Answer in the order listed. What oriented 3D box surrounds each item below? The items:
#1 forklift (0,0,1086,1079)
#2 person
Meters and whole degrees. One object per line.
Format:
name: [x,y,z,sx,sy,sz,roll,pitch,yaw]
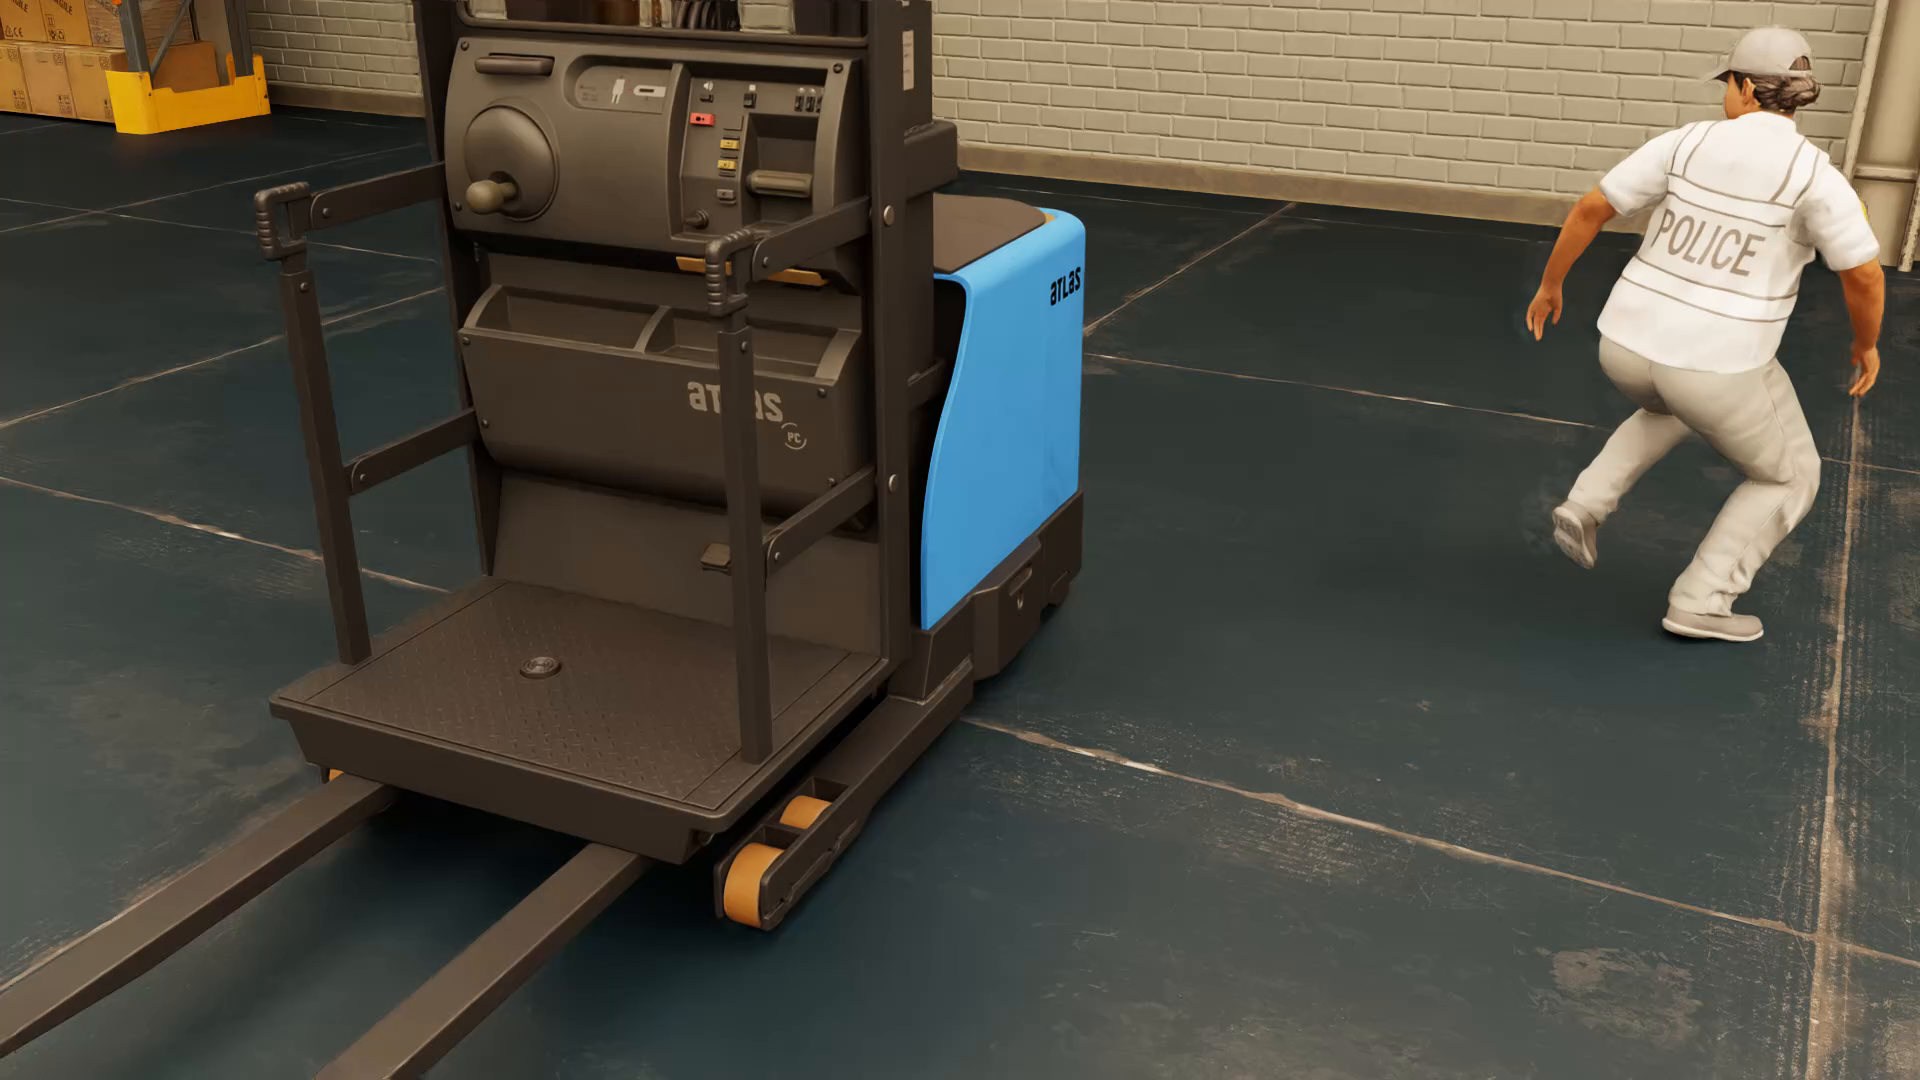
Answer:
forklift: [-0.727,-0.778,3.144,1.130,2.935,3.031,10,25,22]
person: [1.940,-0.521,4.319,0.556,1.569,0.755,-14,27,-30]
